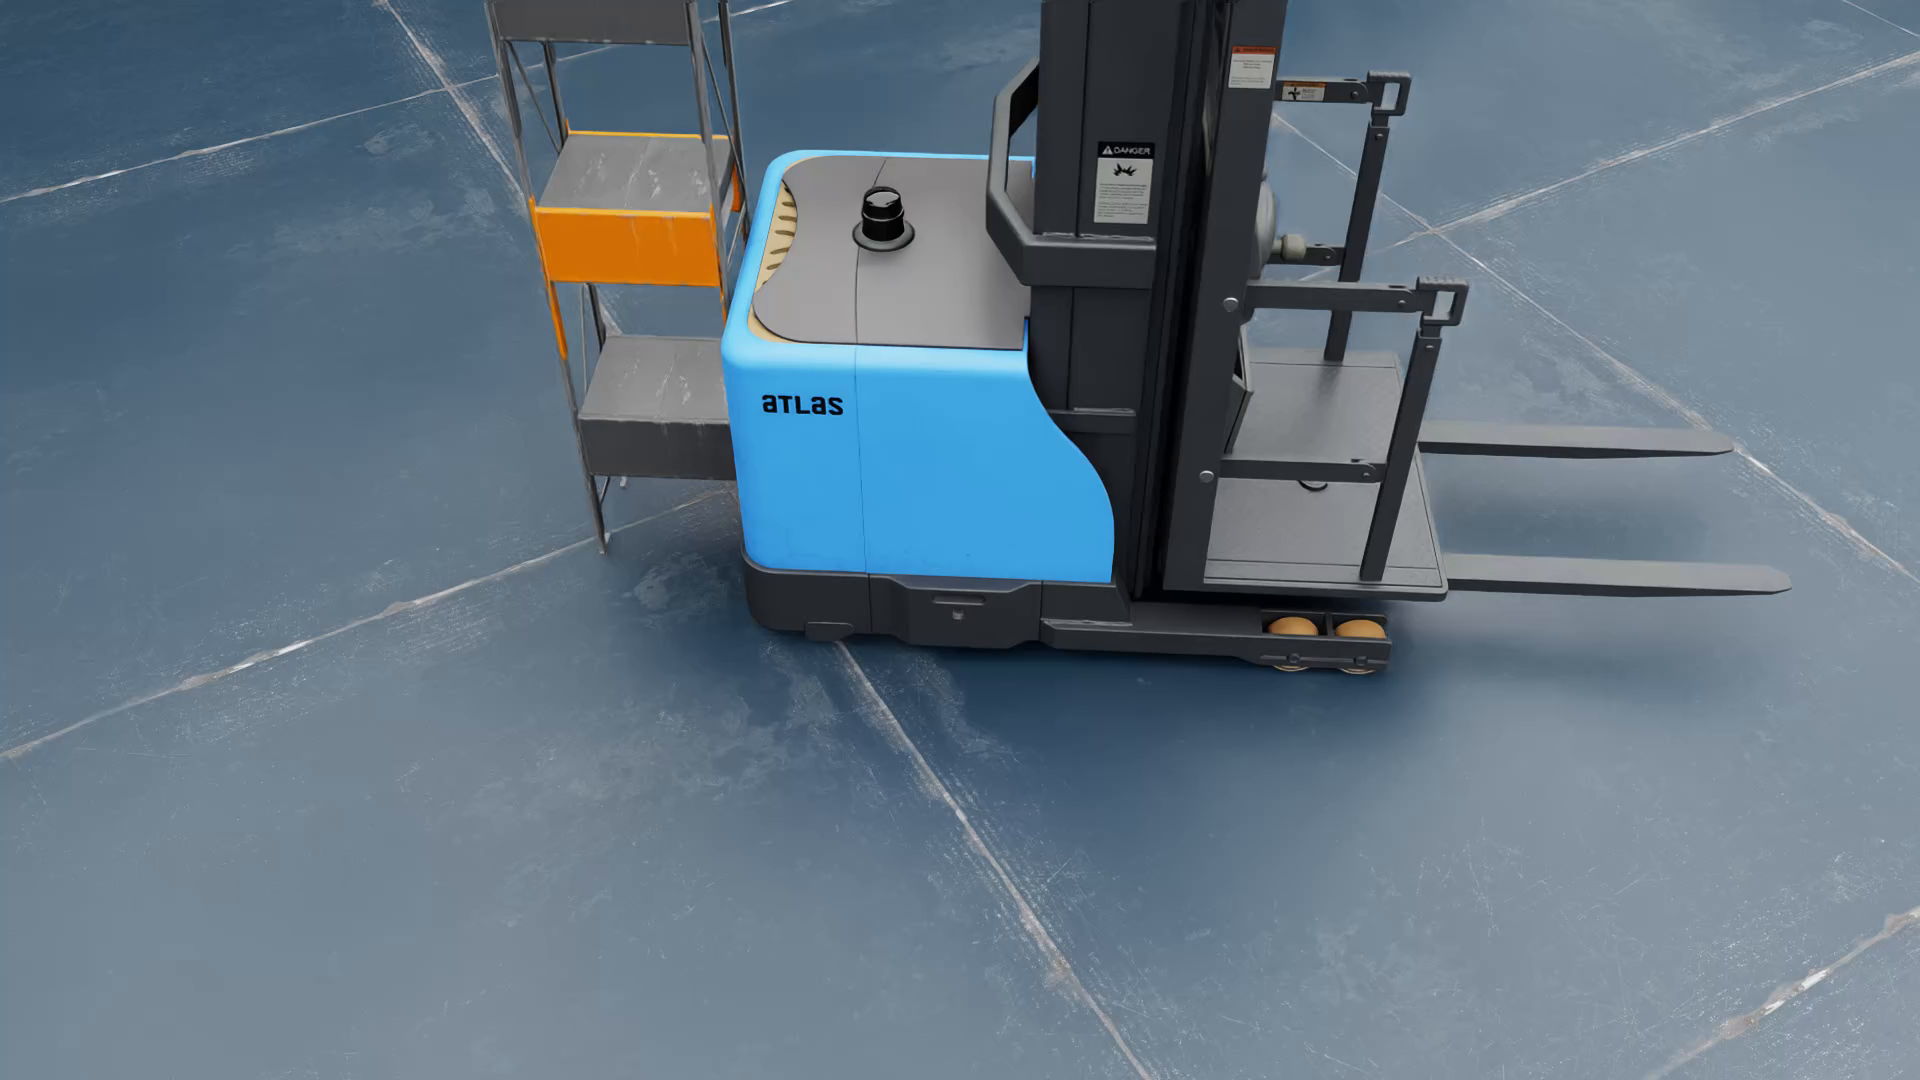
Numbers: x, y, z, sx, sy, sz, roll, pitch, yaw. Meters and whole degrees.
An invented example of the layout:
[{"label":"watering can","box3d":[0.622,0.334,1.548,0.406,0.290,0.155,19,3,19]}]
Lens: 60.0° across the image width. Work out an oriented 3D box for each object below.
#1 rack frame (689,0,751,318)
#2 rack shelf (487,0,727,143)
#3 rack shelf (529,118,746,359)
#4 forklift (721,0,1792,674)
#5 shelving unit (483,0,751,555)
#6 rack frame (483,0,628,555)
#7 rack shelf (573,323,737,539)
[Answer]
[{"label":"rack frame","box3d":[-0.620,-0.826,4.593,0.015,2.100,0.400,2,44,2]},{"label":"rack shelf","box3d":[-0.863,-1.328,4.125,0.480,0.518,0.431,2,44,2]},{"label":"rack shelf","box3d":[-0.863,-0.825,4.612,0.480,0.518,0.431,2,44,2]},{"label":"forklift","box3d":[0.906,-1.045,4.222,3.031,2.935,1.130,2,44,2]},{"label":"shelving unit","box3d":[-0.863,-0.835,4.603,0.503,2.100,0.431,2,44,2]},{"label":"rack frame","box3d":[-1.107,-0.845,4.613,0.015,2.100,0.400,2,44,2]},{"label":"rack shelf","box3d":[-0.863,-0.323,5.100,0.480,0.518,0.431,2,44,2]}]
